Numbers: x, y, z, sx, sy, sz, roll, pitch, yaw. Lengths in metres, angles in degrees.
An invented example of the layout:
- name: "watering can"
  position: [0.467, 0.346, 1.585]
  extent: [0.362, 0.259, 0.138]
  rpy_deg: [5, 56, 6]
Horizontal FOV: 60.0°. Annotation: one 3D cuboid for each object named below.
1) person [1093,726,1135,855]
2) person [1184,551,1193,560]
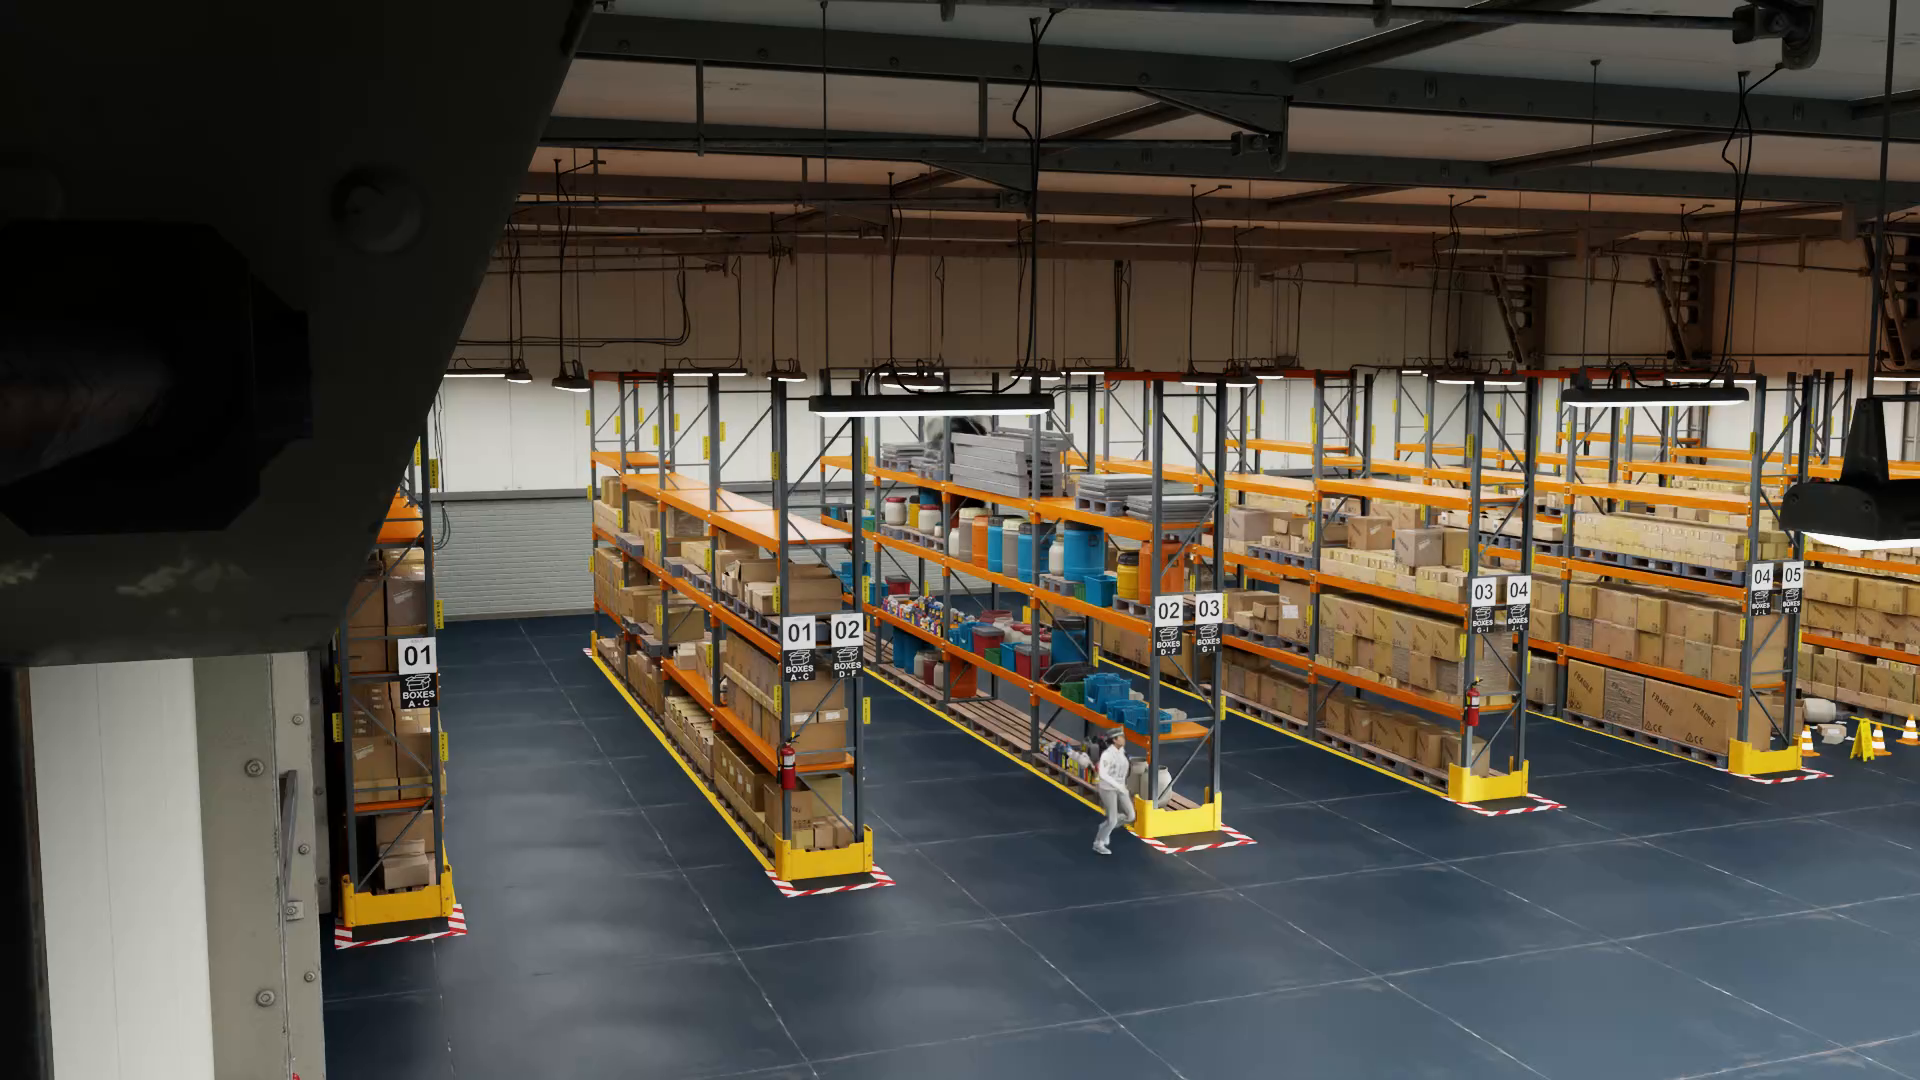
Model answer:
- name: "person"
  position: [1.989, 3.163, 21.137]
  extent: [0.511, 1.628, 0.658]
  rpy_deg: [5, 8, 36]
- name: "person"
  position: [5.387, 0.993, 39.900]
  extent: [0.743, 1.747, 0.984]
  rpy_deg: [1, 6, 9]
